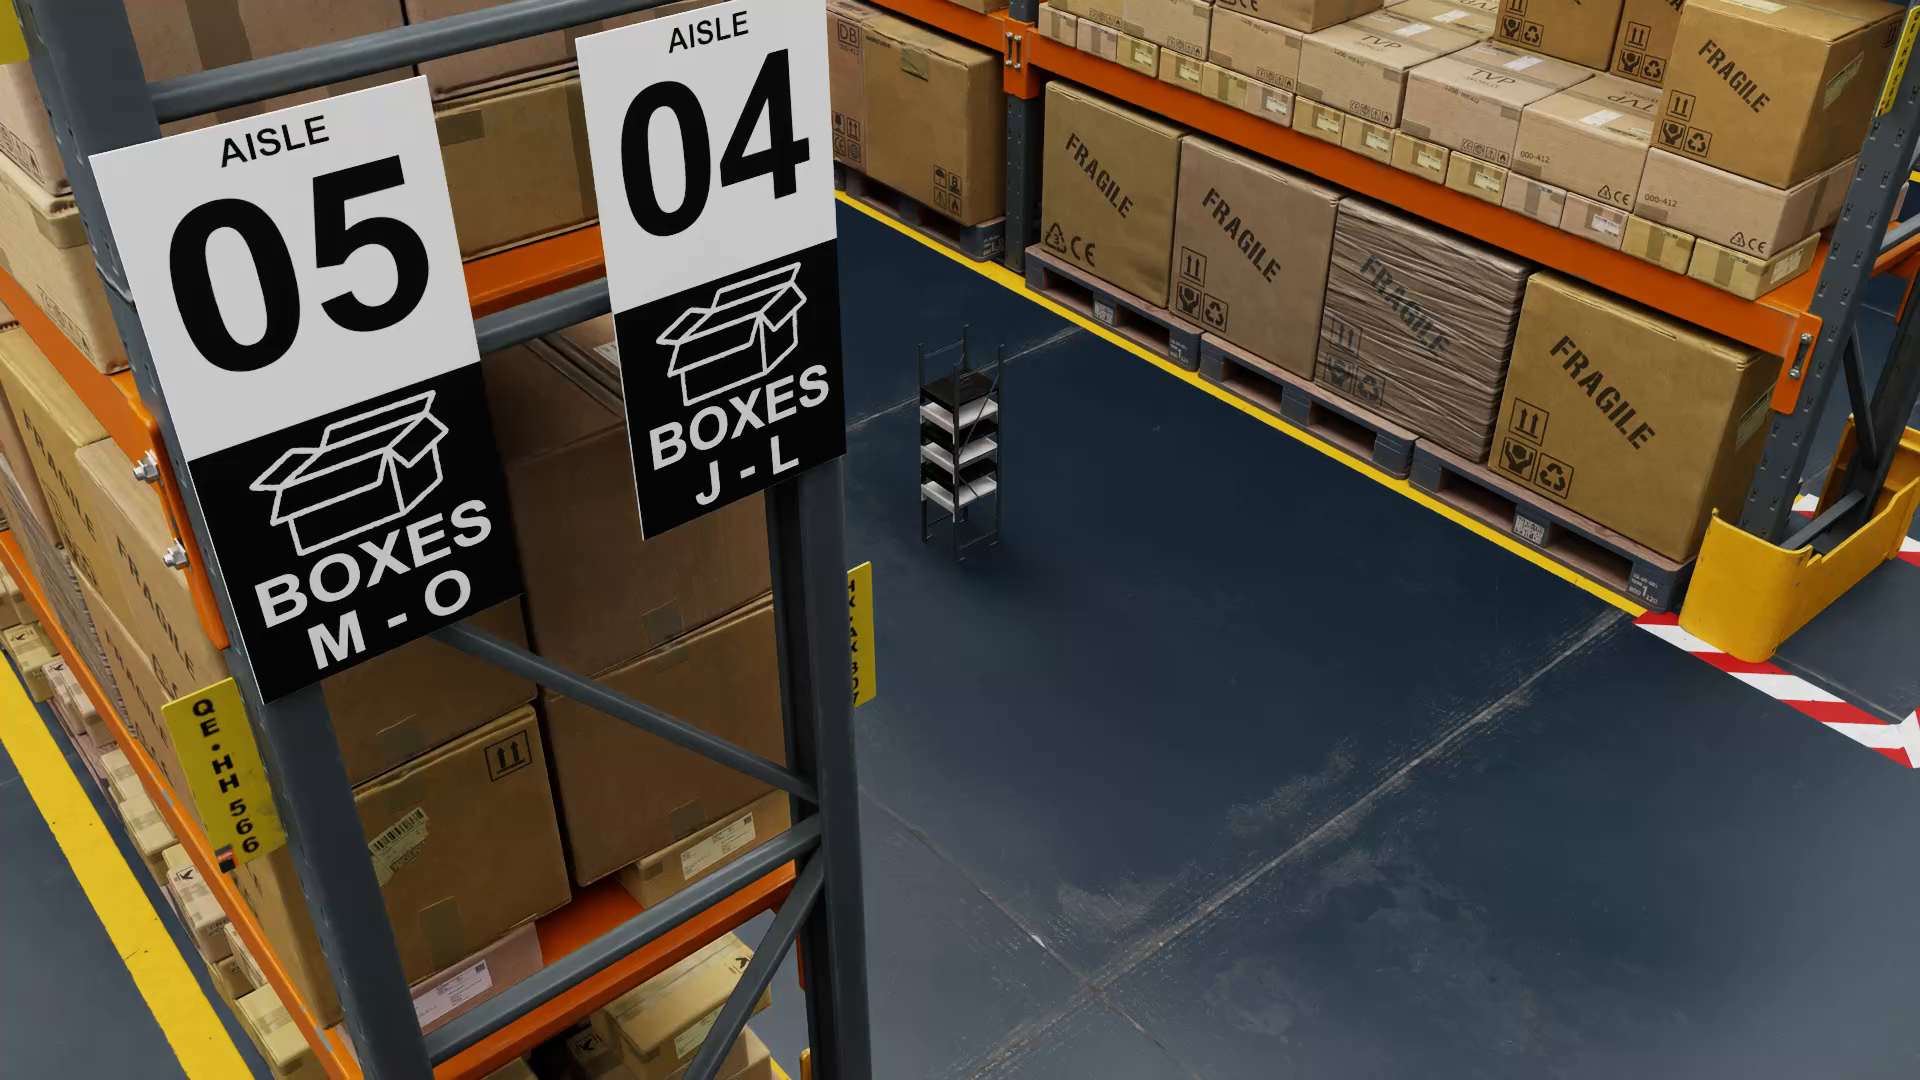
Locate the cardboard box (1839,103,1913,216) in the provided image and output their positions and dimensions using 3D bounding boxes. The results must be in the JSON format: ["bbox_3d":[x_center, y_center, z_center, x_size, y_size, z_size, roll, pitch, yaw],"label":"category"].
[{"bbox_3d":[3.133,-1.432,6.048,0.500,0.250,0.500,-27,43,-33],"label":"cardboard box"}]

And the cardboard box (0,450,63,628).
[{"bbox_3d":[-2.082,-0.192,4.081,0.500,0.500,0.500,-24,42,-30],"label":"cardboard box"}]

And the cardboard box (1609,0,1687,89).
[{"bbox_3d":[2.810,-1.958,6.143,0.500,0.500,0.500,-27,43,-33],"label":"cardboard box"}]

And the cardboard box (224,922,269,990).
[{"bbox_3d":[-1.654,1.019,4.304,0.380,0.149,0.250,-28,44,-33],"label":"cardboard box"}]

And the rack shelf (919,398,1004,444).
[{"bbox_3d":[0.005,-0.483,6.400,0.258,0.077,0.200,-26,43,-32],"label":"rack shelf"}]

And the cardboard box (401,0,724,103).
[{"bbox_3d":[-0.709,-0.915,2.549,0.500,0.250,0.500,-25,42,-31],"label":"cardboard box"}]

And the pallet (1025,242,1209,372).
[{"bbox_3d":[1.086,-1.322,8.434,1.003,0.211,1.213,-26,43,-32],"label":"pallet"}]

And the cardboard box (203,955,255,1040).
[{"bbox_3d":[-1.847,1.166,4.611,0.380,0.149,0.250,-28,44,-34],"label":"cardboard box"}]

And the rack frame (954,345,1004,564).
[{"bbox_3d":[0.071,-0.319,6.421,0.240,0.900,0.006,-26,43,-32],"label":"rack frame"}]

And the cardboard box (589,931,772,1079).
[{"bbox_3d":[-0.697,1.138,4.137,0.380,0.149,0.250,-28,44,-34],"label":"cardboard box"}]

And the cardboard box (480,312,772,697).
[{"bbox_3d":[-0.705,-0.121,3.116,0.500,0.500,0.500,-26,43,-32],"label":"cardboard box"}]

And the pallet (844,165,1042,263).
[{"bbox_3d":[0.099,-1.999,9.390,1.003,0.211,1.213,-26,43,-32],"label":"pallet"}]

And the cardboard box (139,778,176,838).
[{"bbox_3d":[-2.146,0.659,4.813,0.380,0.149,0.250,-26,43,-32],"label":"cardboard box"}]

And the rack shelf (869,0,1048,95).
[{"bbox_3d":[-0.636,-3.414,9.598,1.077,0.370,4.000,-26,43,-32],"label":"rack shelf"}]

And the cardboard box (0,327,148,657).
[{"bbox_3d":[-1.430,-0.157,3.167,0.500,0.500,0.500,-28,44,-33],"label":"cardboard box"}]

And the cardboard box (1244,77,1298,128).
[{"bbox_3d":[1.428,-1.895,7.048,0.380,0.149,0.250,-25,43,-31],"label":"cardboard box"}]

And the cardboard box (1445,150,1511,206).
[{"bbox_3d":[2.095,-1.441,6.407,0.380,0.149,0.250,-27,43,-33],"label":"cardboard box"}]

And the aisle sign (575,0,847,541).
[{"bbox_3d":[-0.342,-0.394,2.462,0.394,0.787,0.004,-26,43,-32],"label":"aisle sign"}]

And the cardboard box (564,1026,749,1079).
[{"bbox_3d":[-0.760,1.290,4.179,0.380,0.149,0.250,-24,42,-30],"label":"cardboard box"}]

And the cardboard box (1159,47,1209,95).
[{"bbox_3d":[1.103,-2.120,7.365,0.380,0.149,0.250,-27,44,-33],"label":"cardboard box"}]

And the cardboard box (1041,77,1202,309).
[{"bbox_3d":[1.020,-1.808,8.182,0.875,0.875,0.875,-26,43,-32],"label":"cardboard box"}]

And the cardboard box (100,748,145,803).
[{"bbox_3d":[-2.347,0.689,5.028,0.380,0.149,0.250,-26,43,-32],"label":"cardboard box"}]

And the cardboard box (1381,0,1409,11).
[{"bbox_3d":[1.806,-2.335,7.324,0.500,0.250,0.500,-25,42,-31],"label":"cardboard box"}]

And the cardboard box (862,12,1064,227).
[{"bbox_3d":[0.226,-2.404,9.024,1.225,0.875,0.875,-26,43,-32],"label":"cardboard box"}]

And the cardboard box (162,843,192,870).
[{"bbox_3d":[-2.009,0.918,4.704,0.380,0.149,0.250,-24,42,-30],"label":"cardboard box"}]

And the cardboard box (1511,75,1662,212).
[{"bbox_3d":[2.394,-1.458,6.086,0.500,0.250,0.500,-27,43,-33],"label":"cardboard box"}]

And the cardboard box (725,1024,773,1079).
[{"bbox_3d":[-0.712,1.388,4.298,0.380,0.149,0.250,-25,42,-31],"label":"cardboard box"}]

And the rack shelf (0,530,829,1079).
[{"bbox_3d":[-1.909,0.157,4.555,1.077,0.370,4.000,-26,43,-32],"label":"rack shelf"}]

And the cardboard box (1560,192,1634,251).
[{"bbox_3d":[2.424,-1.217,6.090,0.380,0.149,0.250,-26,43,-32],"label":"cardboard box"}]

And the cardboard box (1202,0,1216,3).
[{"bbox_3d":[1.080,-2.664,7.139,0.500,0.500,0.500,-26,43,-32],"label":"cardboard box"}]

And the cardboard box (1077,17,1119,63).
[{"bbox_3d":[0.761,-2.352,7.692,0.380,0.149,0.250,-28,44,-33],"label":"cardboard box"}]

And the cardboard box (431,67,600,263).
[{"bbox_3d":[-0.713,-0.710,2.691,0.500,0.250,0.500,-24,42,-30],"label":"cardboard box"}]

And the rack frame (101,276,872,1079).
[{"bbox_3d":[-0.618,0.747,3.100,1.000,3.000,0.127,-26,43,-32],"label":"rack frame"}]

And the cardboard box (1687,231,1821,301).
[{"bbox_3d":[2.755,-0.991,5.771,0.380,0.149,0.250,-25,42,-31],"label":"cardboard box"}]

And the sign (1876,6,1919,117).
[{"bbox_3d":[2.813,-1.432,4.969,0.100,0.325,0.005,-26,43,-32],"label":"sign"}]

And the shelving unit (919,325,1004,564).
[{"bbox_3d":[0.005,-0.364,6.485,0.258,0.900,0.210,-26,43,-32],"label":"shelving unit"}]

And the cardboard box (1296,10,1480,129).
[{"bbox_3d":[1.726,-1.911,6.725,0.500,0.250,0.500,-26,43,-32],"label":"cardboard box"}]

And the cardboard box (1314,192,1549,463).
[{"bbox_3d":[2.175,-1.018,7.066,0.875,0.875,0.875,-26,43,-32],"label":"cardboard box"}]

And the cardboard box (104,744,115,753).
[{"bbox_3d":[-2.636,0.554,5.475,0.380,0.149,0.250,-27,43,-33],"label":"cardboard box"}]

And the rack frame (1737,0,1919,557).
[{"bbox_3d":[3.236,-1.059,5.650,1.000,3.000,0.127,-26,43,-32],"label":"rack frame"}]

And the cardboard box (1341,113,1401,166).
[{"bbox_3d":[1.768,-1.666,6.724,0.380,0.149,0.250,-25,42,-31],"label":"cardboard box"}]

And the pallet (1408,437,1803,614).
[{"bbox_3d":[2.660,-0.245,6.913,1.003,0.211,1.213,-26,43,-32],"label":"pallet"}]

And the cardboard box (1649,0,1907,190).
[{"bbox_3d":[2.721,-1.542,5.555,0.500,0.500,0.500,-25,43,-31],"label":"cardboard box"}]

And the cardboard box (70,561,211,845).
[{"bbox_3d":[-1.433,0.253,3.454,0.500,0.500,0.500,-27,43,-32],"label":"cardboard box"}]

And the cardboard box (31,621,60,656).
[{"bbox_3d":[-2.978,0.209,5.706,0.380,0.149,0.250,-26,43,-31],"label":"cardboard box"}]

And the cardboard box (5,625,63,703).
[{"bbox_3d":[-3.038,0.371,5.735,0.380,0.149,0.250,-25,42,-31],"label":"cardboard box"}]

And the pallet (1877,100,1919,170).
[{"bbox_3d":[5.734,-2.685,10.359,1.003,0.211,1.213,-26,43,-32],"label":"pallet"}]

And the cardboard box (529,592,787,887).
[{"bbox_3d":[-0.697,0.283,3.411,0.500,0.500,0.500,-24,42,-30],"label":"cardboard box"}]

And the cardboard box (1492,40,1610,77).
[{"bbox_3d":[2.471,-1.882,6.684,0.500,0.250,0.500,-28,44,-33],"label":"cardboard box"}]

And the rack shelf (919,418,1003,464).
[{"bbox_3d":[0.005,-0.410,6.452,0.258,0.077,0.200,-26,43,-32],"label":"rack shelf"}]

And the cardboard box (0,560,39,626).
[{"bbox_3d":[-3.003,0.103,5.598,0.380,0.149,0.250,-24,42,-30],"label":"cardboard box"}]

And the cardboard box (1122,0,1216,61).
[{"bbox_3d":[1.075,-2.358,7.357,0.500,0.250,0.500,-26,43,-32],"label":"cardboard box"}]

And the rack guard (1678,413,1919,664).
[{"bbox_3d":[3.252,-0.028,6.357,1.175,0.500,0.348,-26,43,-32],"label":"rack guard"}]

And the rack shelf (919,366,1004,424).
[{"bbox_3d":[0.005,-0.557,6.348,0.258,0.077,0.200,-26,43,-32],"label":"rack shelf"}]

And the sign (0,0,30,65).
[{"bbox_3d":[-1.055,-0.641,1.698,0.100,0.325,0.005,-26,43,-32],"label":"sign"}]

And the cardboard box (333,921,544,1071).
[{"bbox_3d":[-1.044,0.811,3.227,0.380,0.149,0.250,-26,43,-32],"label":"cardboard box"}]

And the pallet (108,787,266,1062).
[{"bbox_3d":[-1.947,0.941,5.239,1.003,0.211,1.213,-26,43,-32],"label":"pallet"}]

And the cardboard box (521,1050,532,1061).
[{"bbox_3d":[-1.272,1.224,4.015,0.380,0.149,0.250,-25,42,-31],"label":"cardboard box"}]
